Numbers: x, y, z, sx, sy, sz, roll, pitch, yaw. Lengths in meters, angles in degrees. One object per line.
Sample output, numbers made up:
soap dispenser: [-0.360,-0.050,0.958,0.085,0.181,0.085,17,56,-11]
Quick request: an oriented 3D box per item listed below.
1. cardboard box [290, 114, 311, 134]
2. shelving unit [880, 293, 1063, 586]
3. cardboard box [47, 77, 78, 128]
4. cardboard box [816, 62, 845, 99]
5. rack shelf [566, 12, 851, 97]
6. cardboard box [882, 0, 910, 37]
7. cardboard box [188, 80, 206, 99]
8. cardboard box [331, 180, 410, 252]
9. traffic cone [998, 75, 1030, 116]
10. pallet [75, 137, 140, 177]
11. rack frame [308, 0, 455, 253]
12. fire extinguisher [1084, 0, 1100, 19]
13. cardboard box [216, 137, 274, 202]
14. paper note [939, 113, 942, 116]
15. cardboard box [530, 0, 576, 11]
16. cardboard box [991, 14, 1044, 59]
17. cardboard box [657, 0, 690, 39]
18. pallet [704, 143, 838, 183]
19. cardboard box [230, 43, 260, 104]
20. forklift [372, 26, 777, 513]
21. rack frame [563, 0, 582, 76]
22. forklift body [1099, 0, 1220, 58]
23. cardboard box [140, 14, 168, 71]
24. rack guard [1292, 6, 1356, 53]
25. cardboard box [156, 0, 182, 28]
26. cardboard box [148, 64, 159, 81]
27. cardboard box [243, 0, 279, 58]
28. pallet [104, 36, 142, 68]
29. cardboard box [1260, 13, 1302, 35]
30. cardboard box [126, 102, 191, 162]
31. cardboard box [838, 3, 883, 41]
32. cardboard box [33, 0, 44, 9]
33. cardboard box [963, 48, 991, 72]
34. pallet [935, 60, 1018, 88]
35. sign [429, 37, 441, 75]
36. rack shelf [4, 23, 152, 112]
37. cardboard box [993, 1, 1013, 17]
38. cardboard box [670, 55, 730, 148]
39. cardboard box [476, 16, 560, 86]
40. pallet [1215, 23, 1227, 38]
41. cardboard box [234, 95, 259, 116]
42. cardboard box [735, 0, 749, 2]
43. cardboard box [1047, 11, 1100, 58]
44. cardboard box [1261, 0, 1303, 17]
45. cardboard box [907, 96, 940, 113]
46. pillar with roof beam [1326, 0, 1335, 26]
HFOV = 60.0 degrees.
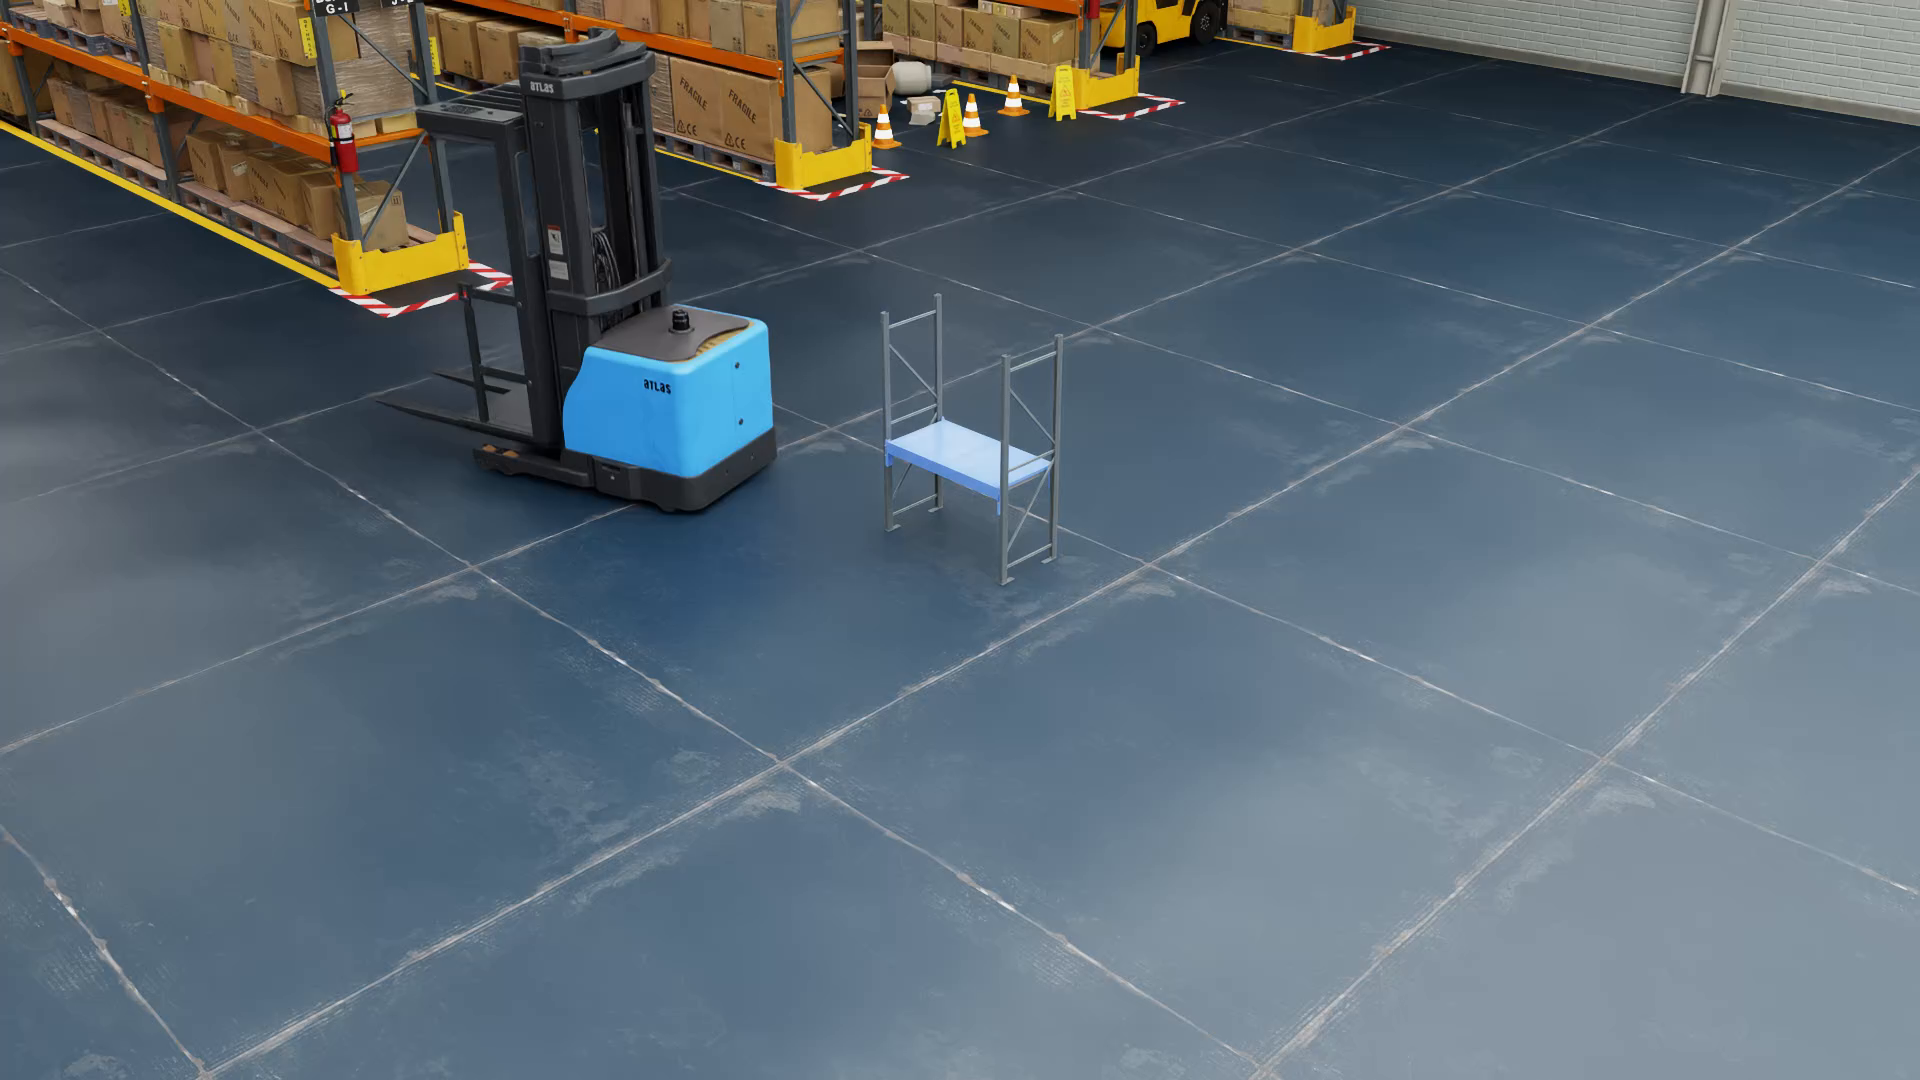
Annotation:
cardboard box: [-5.799,-3.790,14.997,0.250,0.149,0.380,25,36,38]
shelving unit: [0.061,-0.636,10.341,1.048,1.500,0.538,25,36,38]
cardboard box: [-10.272,-5.217,19.655,0.500,0.500,0.700,22,35,36]
cardboard box: [-1.811,-6.009,21.485,0.503,0.637,0.797,25,36,38]
rack shelf: [-2.936,-5.677,19.090,4.000,0.370,1.077,25,36,38]
cardboard box: [-0.732,-7.343,23.182,0.500,0.500,0.500,-23,36,-37]
cardboard box: [-7.268,-4.422,16.200,0.250,0.149,0.380,25,36,38]
cardboard box: [-5.492,-3.019,15.496,0.500,0.500,0.500,-18,33,-30]
traffic cone: [0.678,-5.608,20.912,0.334,0.463,0.336,25,36,38]
pallet: [-9.342,-4.453,18.985,1.213,0.211,1.003,25,36,38]
rack frame: [-5.059,-3.730,14.614,0.127,3.000,1.000,25,36,38]
fire extinguisher: [1.647,-6.794,20.525,0.183,0.674,0.296,25,36,38]
cardboard box: [-7.240,-3.787,16.956,0.500,0.500,0.500,-13,31,-24]
paper note: [-0.181,-5.353,20.890,0.142,0.019,0.148,12,30,22]
cardboard box: [-4.921,-6.774,20.296,0.500,0.500,0.500,24,36,38]
cardboard box: [0.760,-6.664,21.891,0.500,0.500,0.500,-24,36,-37]
cardboard box: [-2.932,-6.071,18.906,0.500,0.550,0.875,25,36,38]
pallet: [-2.134,-4.344,18.778,1.213,0.211,1.003,25,36,38]
cardboard box: [-6.199,-4.395,15.452,0.500,0.500,0.875,25,36,38]
forklift: [-2.834,-1.952,11.306,3.031,2.935,1.130,14,31,24]
rack frame: [-4.362,-6.648,20.164,0.127,3.000,1.000,25,36,38]
forklift body: [2.735,-8.305,24.227,1.214,2.155,2.313,25,36,38]
cardboard box: [-7.634,-5.044,16.685,0.500,0.500,0.875,25,36,38]
rack guard: [5.383,-7.553,24.571,0.348,0.500,1.175,25,36,38]
cardboard box: [-7.411,-5.260,16.022,0.500,0.500,0.500,25,36,38]
cardboard box: [-7.969,-4.754,16.831,0.250,0.149,0.380,25,36,38]
cardboard box: [-5.985,-4.607,14.781,0.500,0.500,0.500,25,36,38]
pallet: [-8.354,-5.248,17.707,1.213,0.211,1.003,25,36,38]
cardboard box: [4.810,-7.685,24.638,0.500,0.250,0.500,25,37,39]
cardboard box: [-8.661,-4.493,18.278,0.500,0.500,0.700,24,36,38]
cardboard box: [-1.339,-7.517,24.188,0.950,0.372,0.625,-25,37,-39]
cardboard box: [-10.350,-6.408,19.147,0.500,0.500,0.500,20,33,33]
cardboard box: [0.383,-6.503,22.390,0.500,0.250,0.500,23,35,37]
pallet: [0.414,-6.484,22.848,1.213,0.211,1.003,25,36,38]
sign: [-4.679,-4.293,14.755,0.005,0.325,0.100,25,36,38]
rack shelf: [-9.337,-5.369,18.505,4.000,0.370,1.077,25,36,38]
cardboard box: [0.649,-6.962,21.761,0.380,0.149,0.250,-25,36,-38]
cardboard box: [-2.668,-5.074,19.002,0.875,0.875,0.875,24,36,38]
cardboard box: [-5.553,-6.327,21.519,0.750,0.750,1.050,25,36,38]
pallet: [3.926,-8.067,25.858,1.213,0.211,1.003,25,36,38]
cardboard box: [-6.550,-4.098,15.584,0.250,0.149,0.380,25,36,38]
cardboard box: [-2.204,-6.170,17.933,0.550,0.550,0.875,25,36,38]
cardboard box: [1.490,-6.682,21.926,0.500,0.500,0.500,23,36,37]
cardboard box: [4.800,-7.912,24.534,0.500,0.250,0.500,24,36,38]
cardboard box: [-0.461,-5.514,21.070,0.380,0.149,0.250,-7,29,-14]
pillar with roof beam: [2.483,-10.420,20.891,0.400,9.000,9.100,25,36,38]
